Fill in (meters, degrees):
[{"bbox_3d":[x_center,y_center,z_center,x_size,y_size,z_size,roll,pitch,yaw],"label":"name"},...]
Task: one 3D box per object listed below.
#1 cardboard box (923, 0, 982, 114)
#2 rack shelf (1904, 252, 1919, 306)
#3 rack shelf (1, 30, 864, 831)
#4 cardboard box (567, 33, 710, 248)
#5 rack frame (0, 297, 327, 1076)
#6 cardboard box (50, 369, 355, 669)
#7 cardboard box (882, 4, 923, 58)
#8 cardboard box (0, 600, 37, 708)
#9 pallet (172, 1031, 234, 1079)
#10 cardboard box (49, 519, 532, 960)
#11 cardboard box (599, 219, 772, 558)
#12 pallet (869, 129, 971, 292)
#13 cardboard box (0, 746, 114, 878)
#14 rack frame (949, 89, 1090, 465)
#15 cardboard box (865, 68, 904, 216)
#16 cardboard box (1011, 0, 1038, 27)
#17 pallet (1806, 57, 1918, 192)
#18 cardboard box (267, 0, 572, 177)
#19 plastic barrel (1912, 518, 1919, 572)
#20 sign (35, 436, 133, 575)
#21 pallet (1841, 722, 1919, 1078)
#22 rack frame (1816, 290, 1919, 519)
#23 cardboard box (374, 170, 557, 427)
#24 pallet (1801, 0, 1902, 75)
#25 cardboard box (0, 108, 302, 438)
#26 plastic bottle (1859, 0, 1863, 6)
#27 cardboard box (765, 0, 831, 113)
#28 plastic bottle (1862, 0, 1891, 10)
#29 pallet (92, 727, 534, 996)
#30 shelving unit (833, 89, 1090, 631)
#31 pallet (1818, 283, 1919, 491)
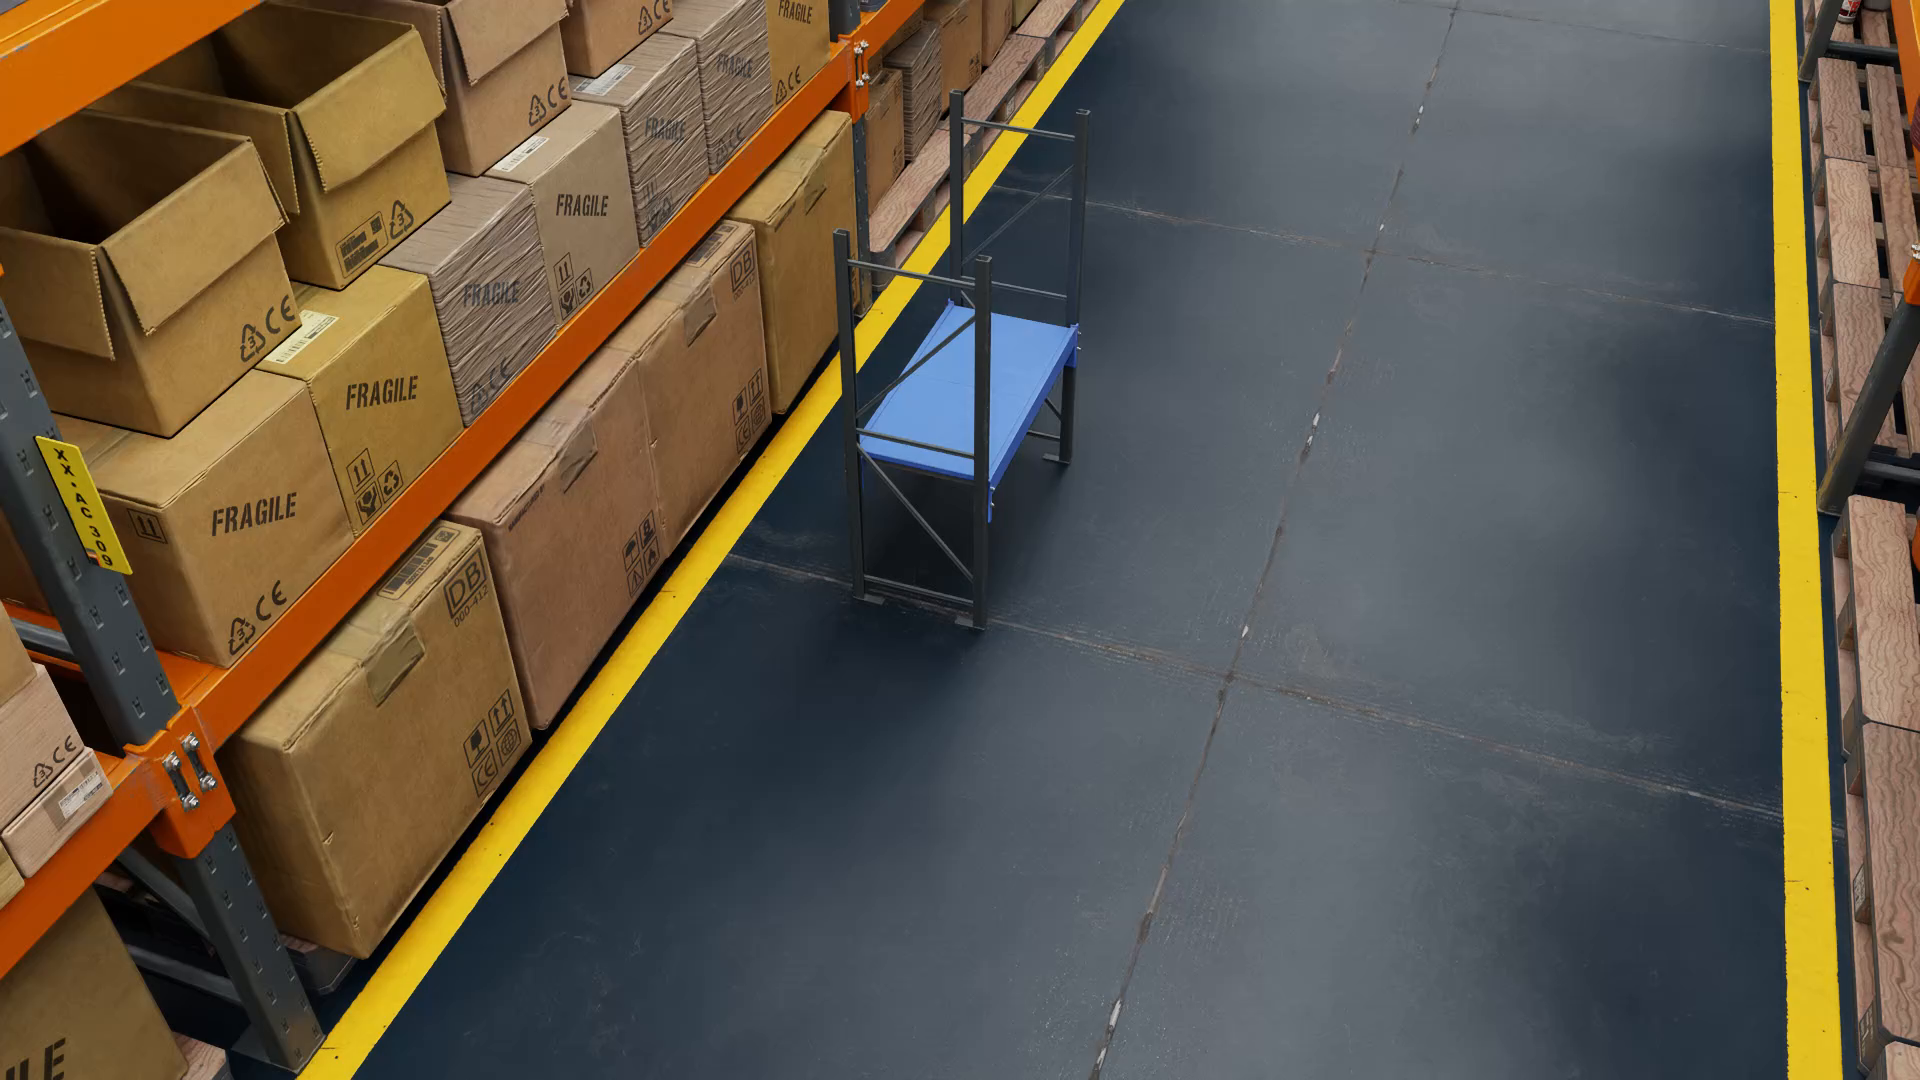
[{"bbox_3d":[-0.308,-2.585,8.556,0.700,0.500,0.500,17,43,19],"label":"cardboard box"},{"bbox_3d":[3.087,0.326,4.111,1.077,0.370,4.000,13,42,15],"label":"rack shelf"},{"bbox_3d":[-1.567,-0.773,5.400,1.077,0.370,4.000,13,42,15],"label":"rack shelf"},{"bbox_3d":[-1.170,-1.329,5.419,0.500,0.500,0.500,12,42,14],"label":"cardboard box"},{"bbox_3d":[-2.251,0.173,3.736,1.000,3.000,0.127,13,42,15],"label":"rack frame"},{"bbox_3d":[-1.859,-0.090,3.968,0.500,0.500,0.500,13,42,15],"label":"cardboard box"},{"bbox_3d":[-0.511,-2.510,7.890,0.500,0.250,0.500,18,44,20],"label":"cardboard box"},{"bbox_3d":[-2.157,0.171,3.047,0.500,0.500,0.500,14,43,16],"label":"cardboard box"},{"bbox_3d":[-2.585,1.680,4.118,1.003,0.211,1.213,13,42,15],"label":"pallet"},{"bbox_3d":[-2.051,0.426,4.753,1.225,0.875,0.875,13,42,15],"label":"cardboard box"},{"bbox_3d":[-1.451,-0.660,6.026,1.225,0.875,0.875,13,42,15],"label":"cardboard box"},{"bbox_3d":[-0.615,-1.682,8.059,1.003,0.211,1.213,13,42,15],"label":"pallet"},{"bbox_3d":[-2.048,0.527,3.515,0.380,0.149,0.250,14,42,15],"label":"cardboard box"},{"bbox_3d":[0.203,-0.933,6.188,0.500,1.500,0.032,13,42,15],"label":"rack frame"},{"bbox_3d":[-0.673,-1.896,7.749,0.700,0.500,0.500,11,42,13],"label":"cardboard box"},{"bbox_3d":[0.074,-3.267,9.355,0.700,0.500,0.500,13,42,15],"label":"cardboard box"},{"bbox_3d":[4.907,-2.059,8.501,1.003,0.211,1.213,13,42,15],"label":"pallet"},{"bbox_3d":[-1.597,-1.437,4.773,0.797,0.503,0.637,15,43,16],"label":"cardboard box"},{"bbox_3d":[3.620,-0.200,5.521,0.600,0.830,0.708,13,42,15],"label":"plastic barrel"},{"bbox_3d":[-1.729,-0.064,3.287,0.100,0.325,0.005,13,42,15],"label":"sign"},{"bbox_3d":[3.122,1.125,4.769,1.003,0.211,1.213,13,42,15],"label":"pallet"},{"bbox_3d":[3.771,-1.168,5.308,1.000,3.000,0.127,13,42,15],"label":"rack frame"},{"bbox_3d":[-1.516,-0.702,4.685,0.500,0.500,0.500,12,42,14],"label":"cardboard box"},{"bbox_3d":[5.408,-2.947,9.541,1.003,0.211,1.213,13,42,15],"label":"pallet"},{"bbox_3d":[-2.040,-0.638,3.837,0.797,0.503,0.637,12,42,14],"label":"cardboard box"},{"bbox_3d":[5.088,-3.224,9.419,0.144,0.351,0.185,12,42,14],"label":"plastic bottle"},{"bbox_3d":[-0.819,-1.949,6.146,0.500,0.500,0.500,15,43,16],"label":"cardboard box"},{"bbox_3d":[5.224,-3.192,9.382,0.144,0.351,0.185,13,42,15],"label":"plastic bottle"},{"bbox_3d":[-2.058,0.746,5.213,1.003,0.211,1.213,13,42,15],"label":"pallet"},{"bbox_3d":[0.029,-0.623,5.824,0.538,1.500,1.048,13,42,15],"label":"shelving unit"},{"bbox_3d":[4.072,-0.571,6.756,1.003,0.211,1.213,13,42,15],"label":"pallet"}]
